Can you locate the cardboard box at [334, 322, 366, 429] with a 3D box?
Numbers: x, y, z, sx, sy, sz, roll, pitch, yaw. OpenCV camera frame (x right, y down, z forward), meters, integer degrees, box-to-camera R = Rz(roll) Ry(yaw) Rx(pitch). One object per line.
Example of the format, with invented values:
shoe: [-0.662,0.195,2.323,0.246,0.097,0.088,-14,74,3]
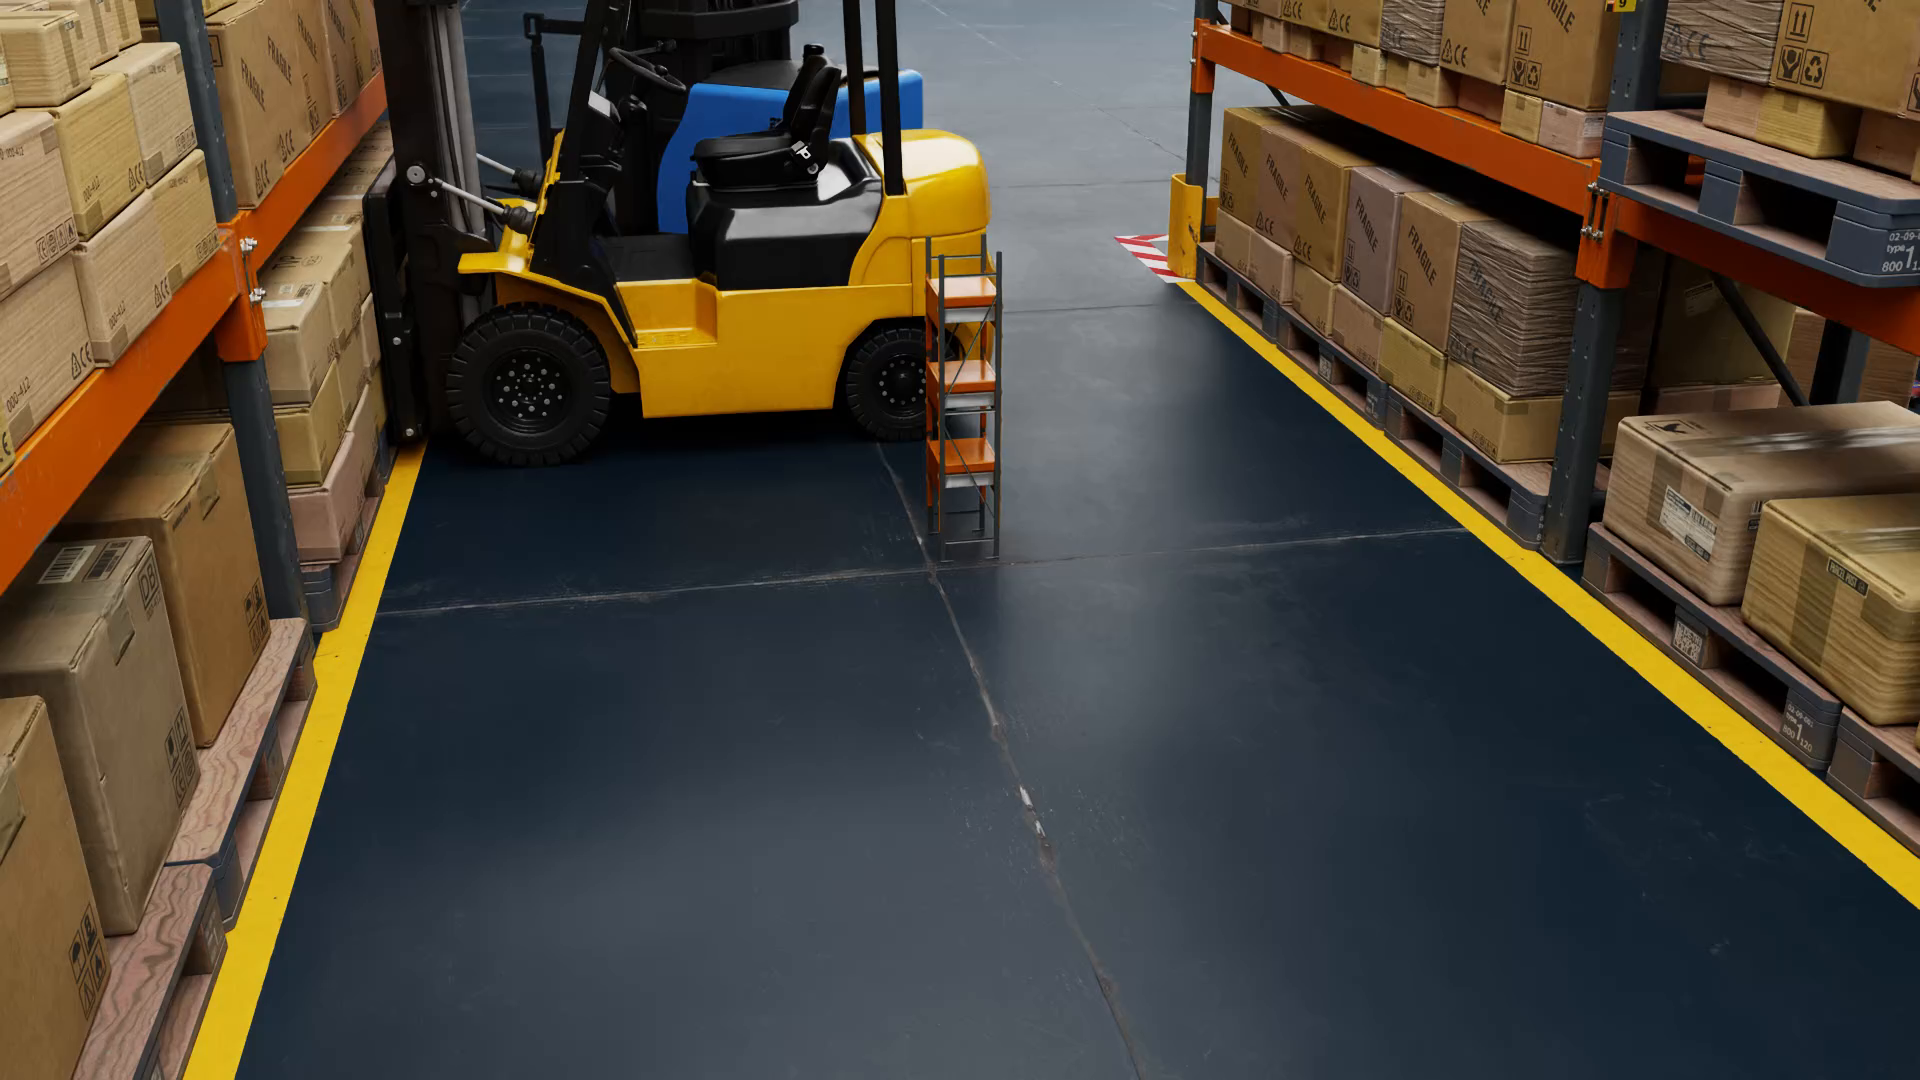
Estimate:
cardboard box: [-2.289,-0.549,5.545,0.500,0.250,0.500,-4,24,-10]

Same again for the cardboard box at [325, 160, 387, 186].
cardboard box: [-2.552,-1.384,6.832,0.500,0.250,0.500,-4,24,-9]

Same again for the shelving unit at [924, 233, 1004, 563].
shelving unit: [0.010,-0.460,5.492,0.215,1.050,0.252,-4,24,-10]

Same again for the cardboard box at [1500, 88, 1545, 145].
cardboard box: [2.058,-1.431,5.593,0.380,0.149,0.250,-4,24,-9]

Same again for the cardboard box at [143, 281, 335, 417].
cardboard box: [-2.189,-0.580,4.992,0.500,0.250,0.500,-5,24,-11]

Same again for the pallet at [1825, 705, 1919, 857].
pallet: [2.844,0.720,3.838,1.003,0.211,1.213,-4,24,-10]

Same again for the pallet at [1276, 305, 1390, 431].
pallet: [2.082,-0.810,7.340,1.003,0.211,1.213,-4,24,-10]

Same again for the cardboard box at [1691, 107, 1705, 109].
cardboard box: [2.629,-1.473,5.689,0.380,0.149,0.250,-4,24,-8]

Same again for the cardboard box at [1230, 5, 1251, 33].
cardboard box: [1.589,-2.654,8.393,0.380,0.149,0.250,-4,24,-10]

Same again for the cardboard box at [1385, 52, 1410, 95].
cardboard box: [1.902,-1.836,6.520,0.380,0.149,0.250,-5,24,-11]

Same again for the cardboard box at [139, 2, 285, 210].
cardboard box: [-2.233,-1.216,4.661,0.500,0.500,0.500,-5,24,-11]

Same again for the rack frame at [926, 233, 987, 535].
rack frame: [-0.013,-0.508,5.602,0.200,1.050,0.008,-4,24,-10]

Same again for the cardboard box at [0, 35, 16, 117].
cardboard box: [-1.902,-0.800,2.898,0.380,0.149,0.250,-5,24,-11]

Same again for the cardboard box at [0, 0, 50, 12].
cardboard box: [-2.067,-1.001,3.359,0.380,0.149,0.250,-4,24,-10]

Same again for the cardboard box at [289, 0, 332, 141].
cardboard box: [-2.441,-1.619,5.583,0.500,0.500,0.500,-5,24,-10]

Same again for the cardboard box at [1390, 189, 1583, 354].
cardboard box: [2.001,-1.034,6.343,0.500,0.500,0.500,-4,24,-9]

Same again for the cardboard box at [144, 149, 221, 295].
cardboard box: [-2.058,-0.729,3.858,0.500,0.250,0.500,-4,24,-9]

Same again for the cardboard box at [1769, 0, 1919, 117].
cardboard box: [2.368,-1.317,3.996,0.500,0.500,0.500,-4,24,-10]

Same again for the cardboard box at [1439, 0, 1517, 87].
cardboard box: [2.041,-1.885,5.823,0.500,0.500,0.500,-4,24,-8]

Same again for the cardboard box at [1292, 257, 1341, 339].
cardboard box: [1.808,-1.098,7.427,0.500,0.250,0.500,-3,24,-6]

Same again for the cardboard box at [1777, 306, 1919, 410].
cardboard box: [3.609,-0.723,6.777,0.500,0.500,0.500,13,27,27]

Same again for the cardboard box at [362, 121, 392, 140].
cardboard box: [-2.756,-1.782,7.744,0.500,0.250,0.500,-4,24,-8]

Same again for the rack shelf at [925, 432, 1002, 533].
rack shelf: [0.010,-0.196,5.607,0.215,0.259,0.240,-4,24,-10]

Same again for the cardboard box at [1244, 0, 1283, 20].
cardboard box: [1.644,-2.690,7.665,0.500,0.500,0.500,-4,24,-8]

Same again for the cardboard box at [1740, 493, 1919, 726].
cardboard box: [2.705,0.155,4.405,0.950,0.372,0.625,-3,24,-6]

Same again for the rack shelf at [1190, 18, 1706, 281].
rack shelf: [2.100,-1.802,7.027,1.077,0.370,4.000,-4,24,-10]

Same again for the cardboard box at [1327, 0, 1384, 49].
cardboard box: [1.841,-2.290,6.750,0.500,0.500,0.500,-5,24,-11]

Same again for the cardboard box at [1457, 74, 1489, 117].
cardboard box: [2.054,-1.639,6.068,0.380,0.149,0.250,-5,24,-10]

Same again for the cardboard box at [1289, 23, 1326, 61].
cardboard box: [1.702,-2.243,7.452,0.380,0.149,0.250,-4,24,-8]

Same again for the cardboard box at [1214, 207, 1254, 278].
cardboard box: [1.607,-1.513,8.377,0.500,0.250,0.500,-5,24,-10]

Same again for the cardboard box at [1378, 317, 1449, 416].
cardboard box: [1.988,-0.699,6.513,0.500,0.250,0.500,-5,24,-11]

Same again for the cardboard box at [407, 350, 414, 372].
cardboard box: [-2.466,-0.724,6.571,0.500,0.250,0.500,-4,24,-8]

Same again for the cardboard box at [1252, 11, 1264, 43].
cardboard box: [1.619,-2.446,7.916,0.380,0.149,0.250,-5,24,-11]

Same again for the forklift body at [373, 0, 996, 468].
forklift body: [-1.004,-1.550,6.611,2.313,2.155,1.214,-4,24,-10]

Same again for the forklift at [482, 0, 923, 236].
forklift: [-1.729,-2.931,8.798,3.031,2.935,1.130,12,26,25]

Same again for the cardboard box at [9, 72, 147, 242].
cardboard box: [-1.964,-0.760,3.306,0.500,0.250,0.500,-5,24,-11]

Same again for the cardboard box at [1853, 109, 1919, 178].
cardboard box: [2.426,-0.977,4.028,0.380,0.149,0.250,-3,24,-6]

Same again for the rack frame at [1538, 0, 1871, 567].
rack frame: [2.470,-1.345,5.082,1.000,3.000,0.127,-4,24,-10]

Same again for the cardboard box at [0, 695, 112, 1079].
cardboard box: [-2.023,0.725,2.784,0.875,0.625,0.625,-5,24,-12]

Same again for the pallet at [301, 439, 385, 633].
pallet: [-2.514,-0.014,5.519,1.003,0.211,1.213,-4,24,-10]

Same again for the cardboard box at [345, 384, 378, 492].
cardboard box: [-2.281,-0.322,5.650,0.500,0.250,0.500,-5,24,-11]

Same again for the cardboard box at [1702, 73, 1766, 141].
cardboard box: [2.261,-1.182,4.497,0.380,0.149,0.250,-4,24,-9]

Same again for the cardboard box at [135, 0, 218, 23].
cardboard box: [-2.208,-1.464,4.419,0.380,0.149,0.250,-5,24,-11]

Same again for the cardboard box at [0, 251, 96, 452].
cardboard box: [-1.897,-0.334,2.954,0.500,0.250,0.500,-4,24,-9]

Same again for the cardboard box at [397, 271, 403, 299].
cardboard box: [-2.463,-0.946,6.454,0.500,0.250,0.500,-4,24,-10]

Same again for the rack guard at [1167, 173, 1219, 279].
rack guard: [1.744,-1.743,9.116,1.175,0.500,0.348,-4,24,-10]

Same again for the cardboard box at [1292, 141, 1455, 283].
cardboard box: [1.798,-1.444,7.282,0.500,0.500,0.500,-4,24,-9]

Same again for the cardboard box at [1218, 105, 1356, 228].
cardboard box: [1.612,-1.847,8.206,0.500,0.500,0.500,-5,24,-12]

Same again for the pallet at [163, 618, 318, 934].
pallet: [-2.233,0.589,4.138,1.003,0.211,1.213,-4,24,-10]

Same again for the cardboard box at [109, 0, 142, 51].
cardboard box: [-2.126,-1.201,3.817,0.380,0.149,0.250,-3,24,-8]

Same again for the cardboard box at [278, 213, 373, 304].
cardboard box: [-2.377,-0.977,5.901,0.500,0.250,0.500,-3,24,-8]

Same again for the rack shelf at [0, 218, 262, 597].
rack shelf: [-2.038,0.140,2.580,1.077,0.370,4.000,-4,24,-10]

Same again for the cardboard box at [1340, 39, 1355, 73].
cardboard box: [1.829,-2.038,6.982,0.380,0.149,0.250,-5,24,-11]

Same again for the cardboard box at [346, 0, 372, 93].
cardboard box: [-2.616,-2.015,6.491,0.500,0.500,0.500,-5,24,-11]

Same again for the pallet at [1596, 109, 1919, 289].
pallet: [2.468,-0.946,4.407,1.003,0.211,1.213,-4,24,-10]

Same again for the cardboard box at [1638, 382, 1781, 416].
cardboard box: [2.626,-0.529,6.125,0.500,0.250,0.500,-5,24,-12]

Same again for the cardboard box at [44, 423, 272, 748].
cardboard box: [-2.300,0.124,4.161,0.875,0.625,0.625,-3,24,-7]
